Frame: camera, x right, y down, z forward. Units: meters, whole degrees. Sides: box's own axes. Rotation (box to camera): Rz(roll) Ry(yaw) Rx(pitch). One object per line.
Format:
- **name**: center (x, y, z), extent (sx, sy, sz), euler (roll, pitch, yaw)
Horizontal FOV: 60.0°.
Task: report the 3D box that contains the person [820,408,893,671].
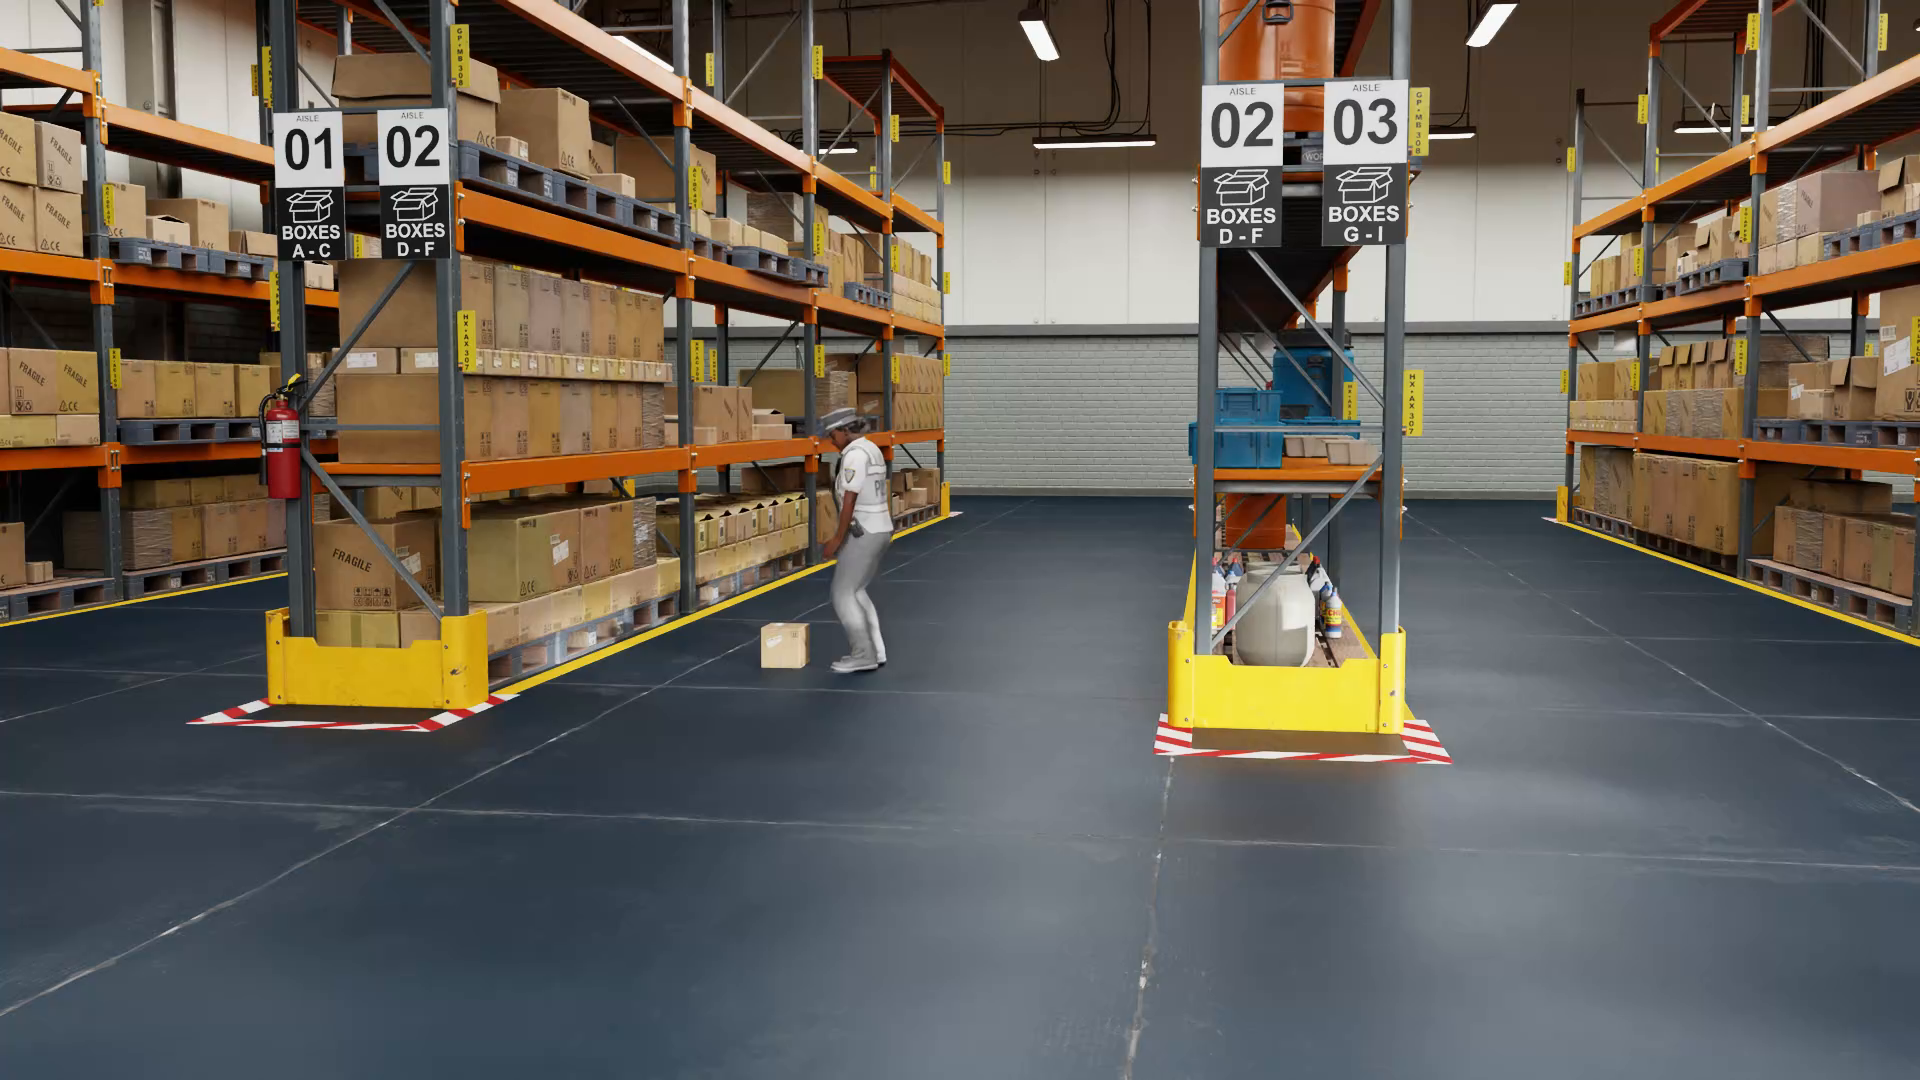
- **person**: center (-0.646, -0.005, 10.292), extent (0.442, 1.624, 0.457), euler (1, 5, 10)
